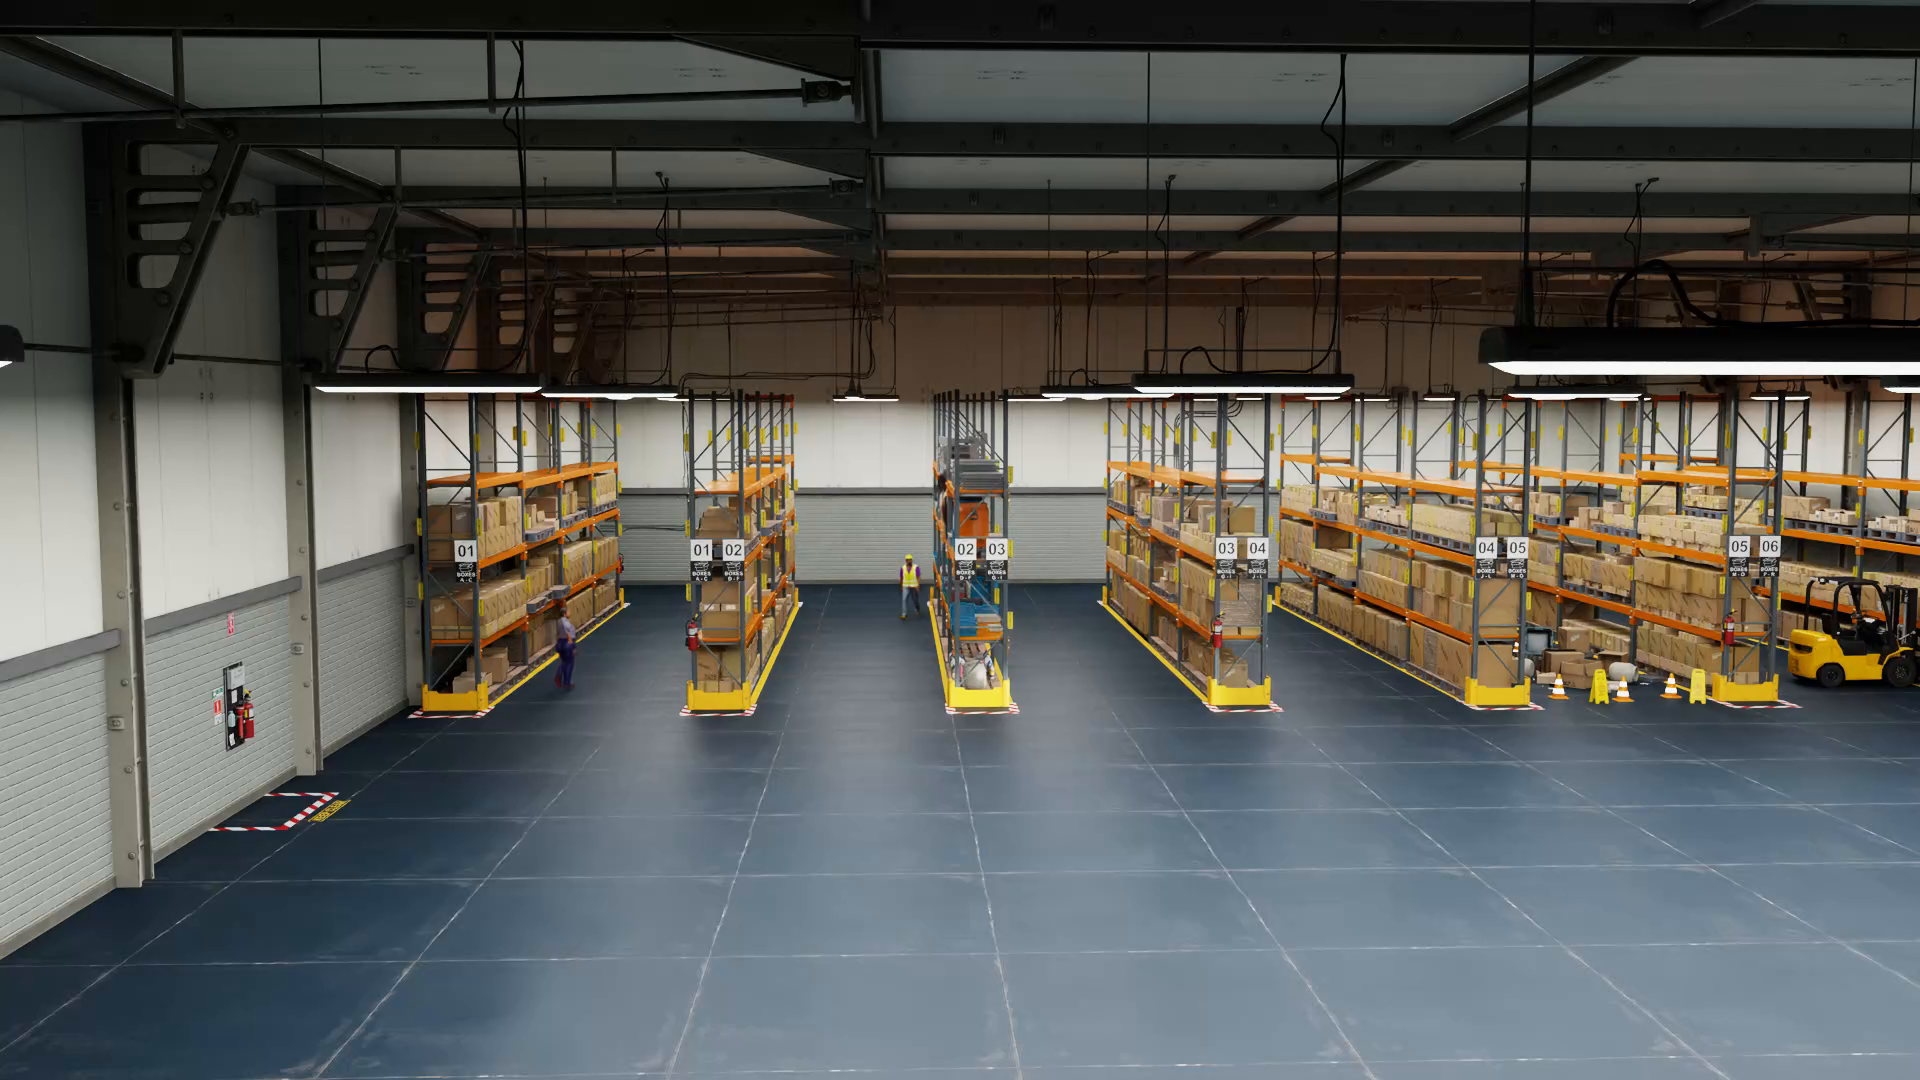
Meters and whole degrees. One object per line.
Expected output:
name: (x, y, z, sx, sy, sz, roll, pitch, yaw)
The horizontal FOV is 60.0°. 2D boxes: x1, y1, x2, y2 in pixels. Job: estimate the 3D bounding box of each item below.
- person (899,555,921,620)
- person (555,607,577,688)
person: (-1.345, 1.253, 44.397, 0.619, 1.730, 1.043, 1, 5, 13)
person: (-7.923, 2.162, 33.486, 0.489, 1.649, 0.440, 3, 5, 31)
